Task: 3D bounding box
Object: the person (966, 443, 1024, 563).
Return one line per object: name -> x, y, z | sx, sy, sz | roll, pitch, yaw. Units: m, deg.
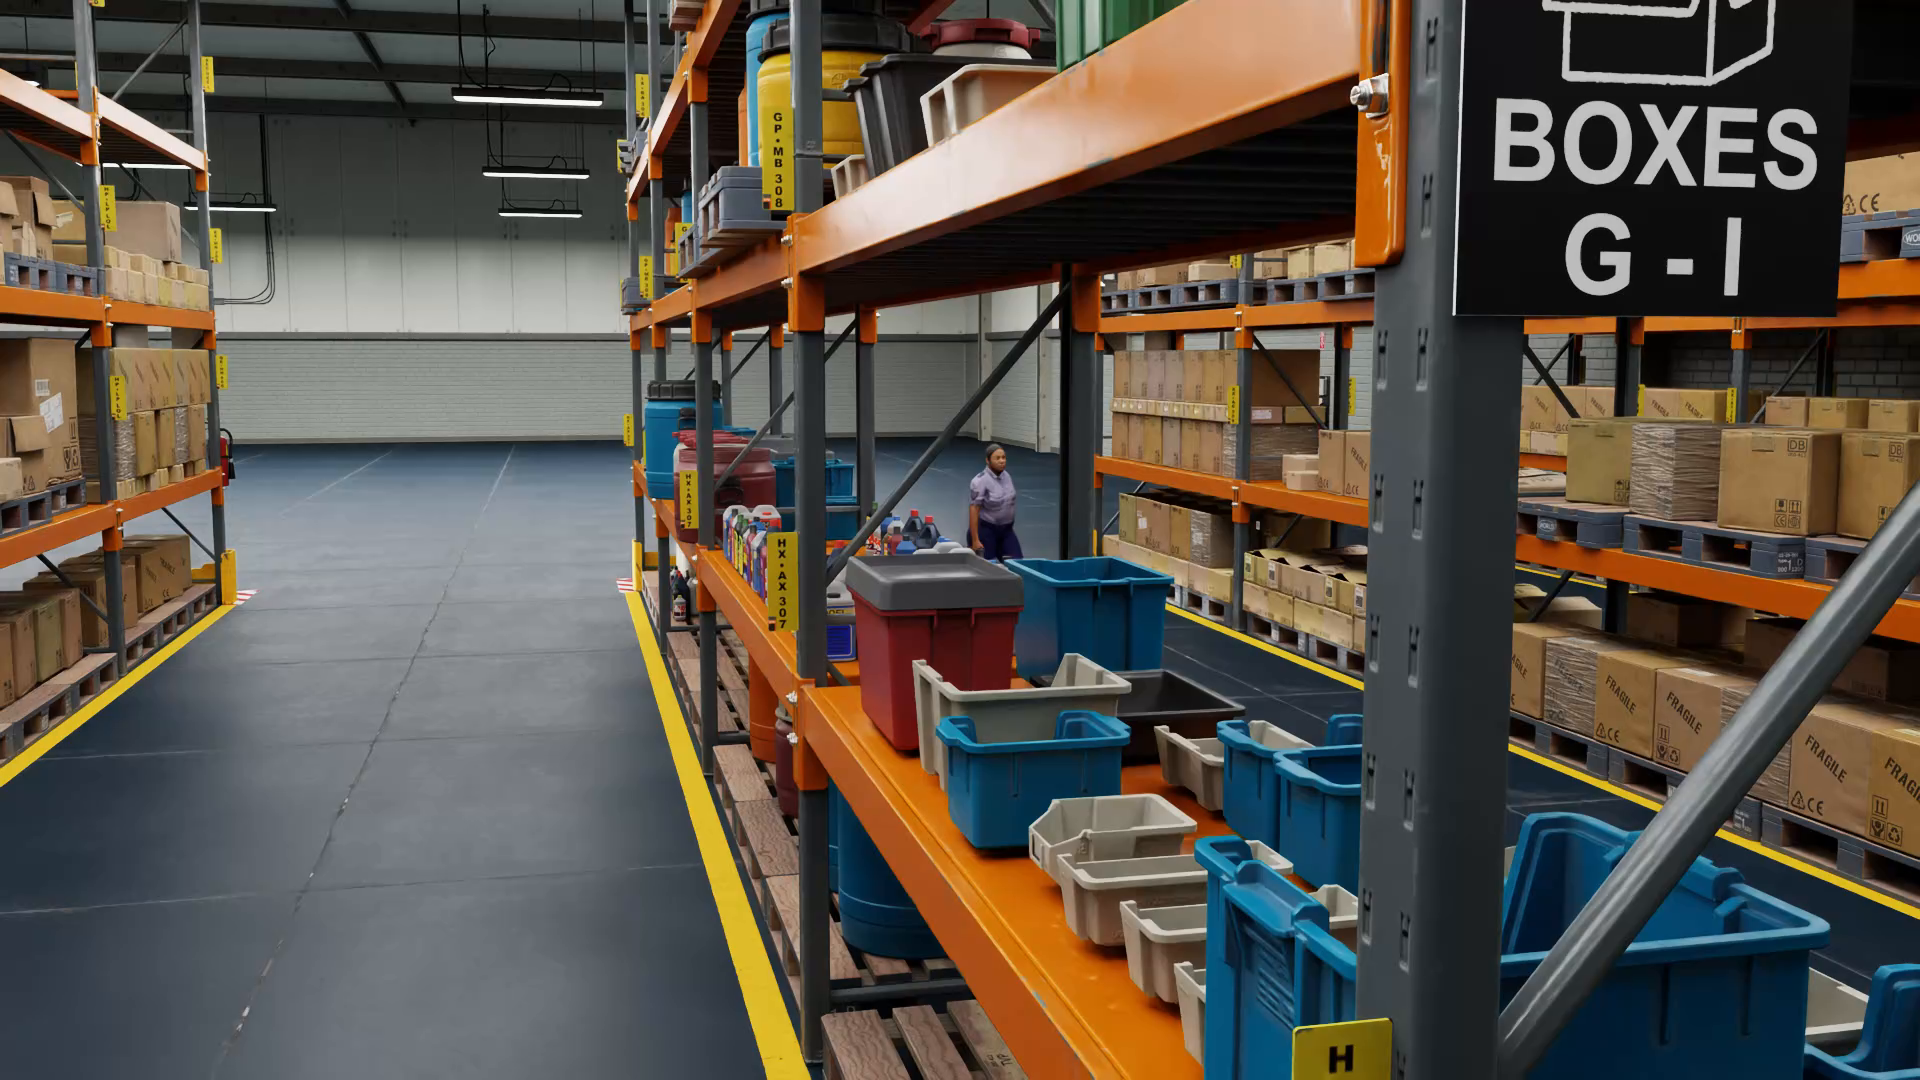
person -> 0.278, -0.016, 14.328 | 0.533, 1.639, 0.461 | -6, 9, -44
